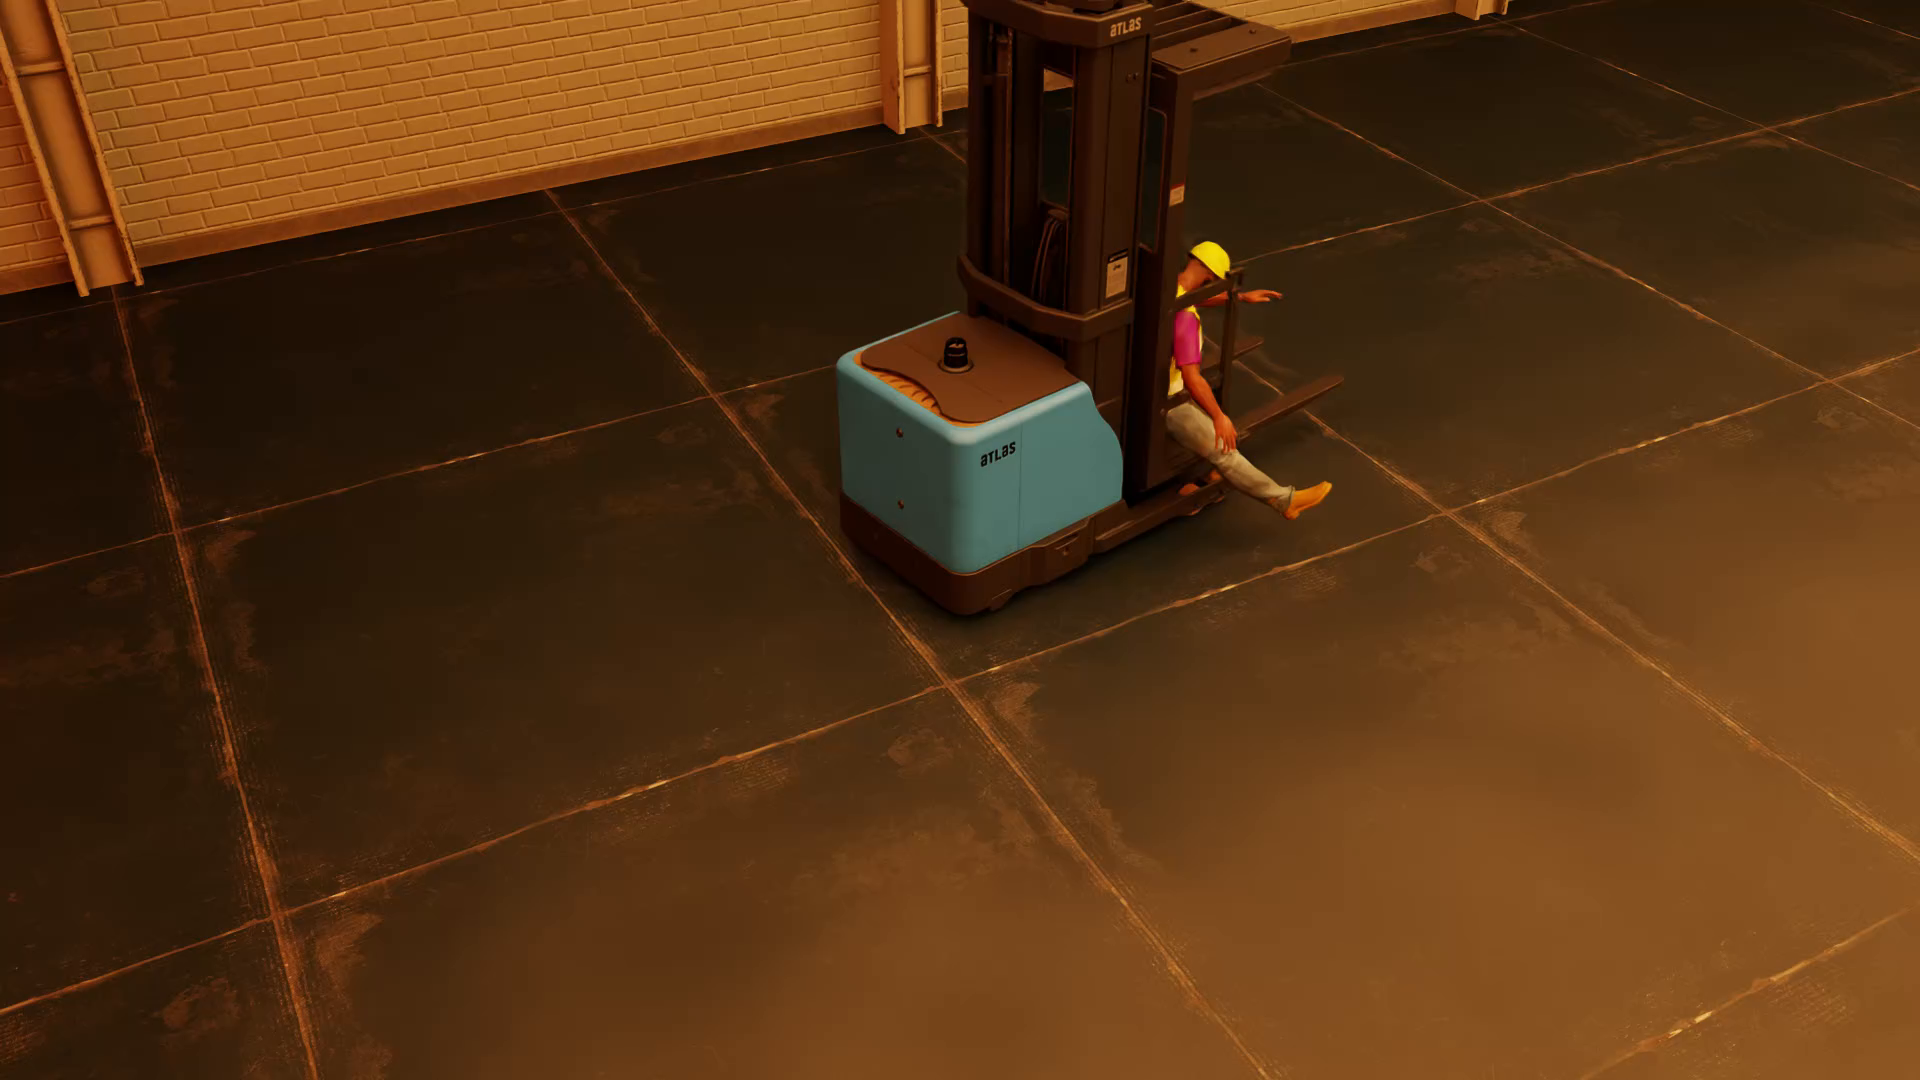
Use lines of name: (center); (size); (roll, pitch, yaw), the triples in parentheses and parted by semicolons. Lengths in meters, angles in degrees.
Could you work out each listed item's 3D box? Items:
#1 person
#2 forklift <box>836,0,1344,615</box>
person: (1.315, -0.803, 8.546); (1.161, 1.484, 1.022); (0, 35, 0)
forklift: (0.841, -1.540, 8.302); (3.031, 2.935, 1.130); (-25, 43, -31)
